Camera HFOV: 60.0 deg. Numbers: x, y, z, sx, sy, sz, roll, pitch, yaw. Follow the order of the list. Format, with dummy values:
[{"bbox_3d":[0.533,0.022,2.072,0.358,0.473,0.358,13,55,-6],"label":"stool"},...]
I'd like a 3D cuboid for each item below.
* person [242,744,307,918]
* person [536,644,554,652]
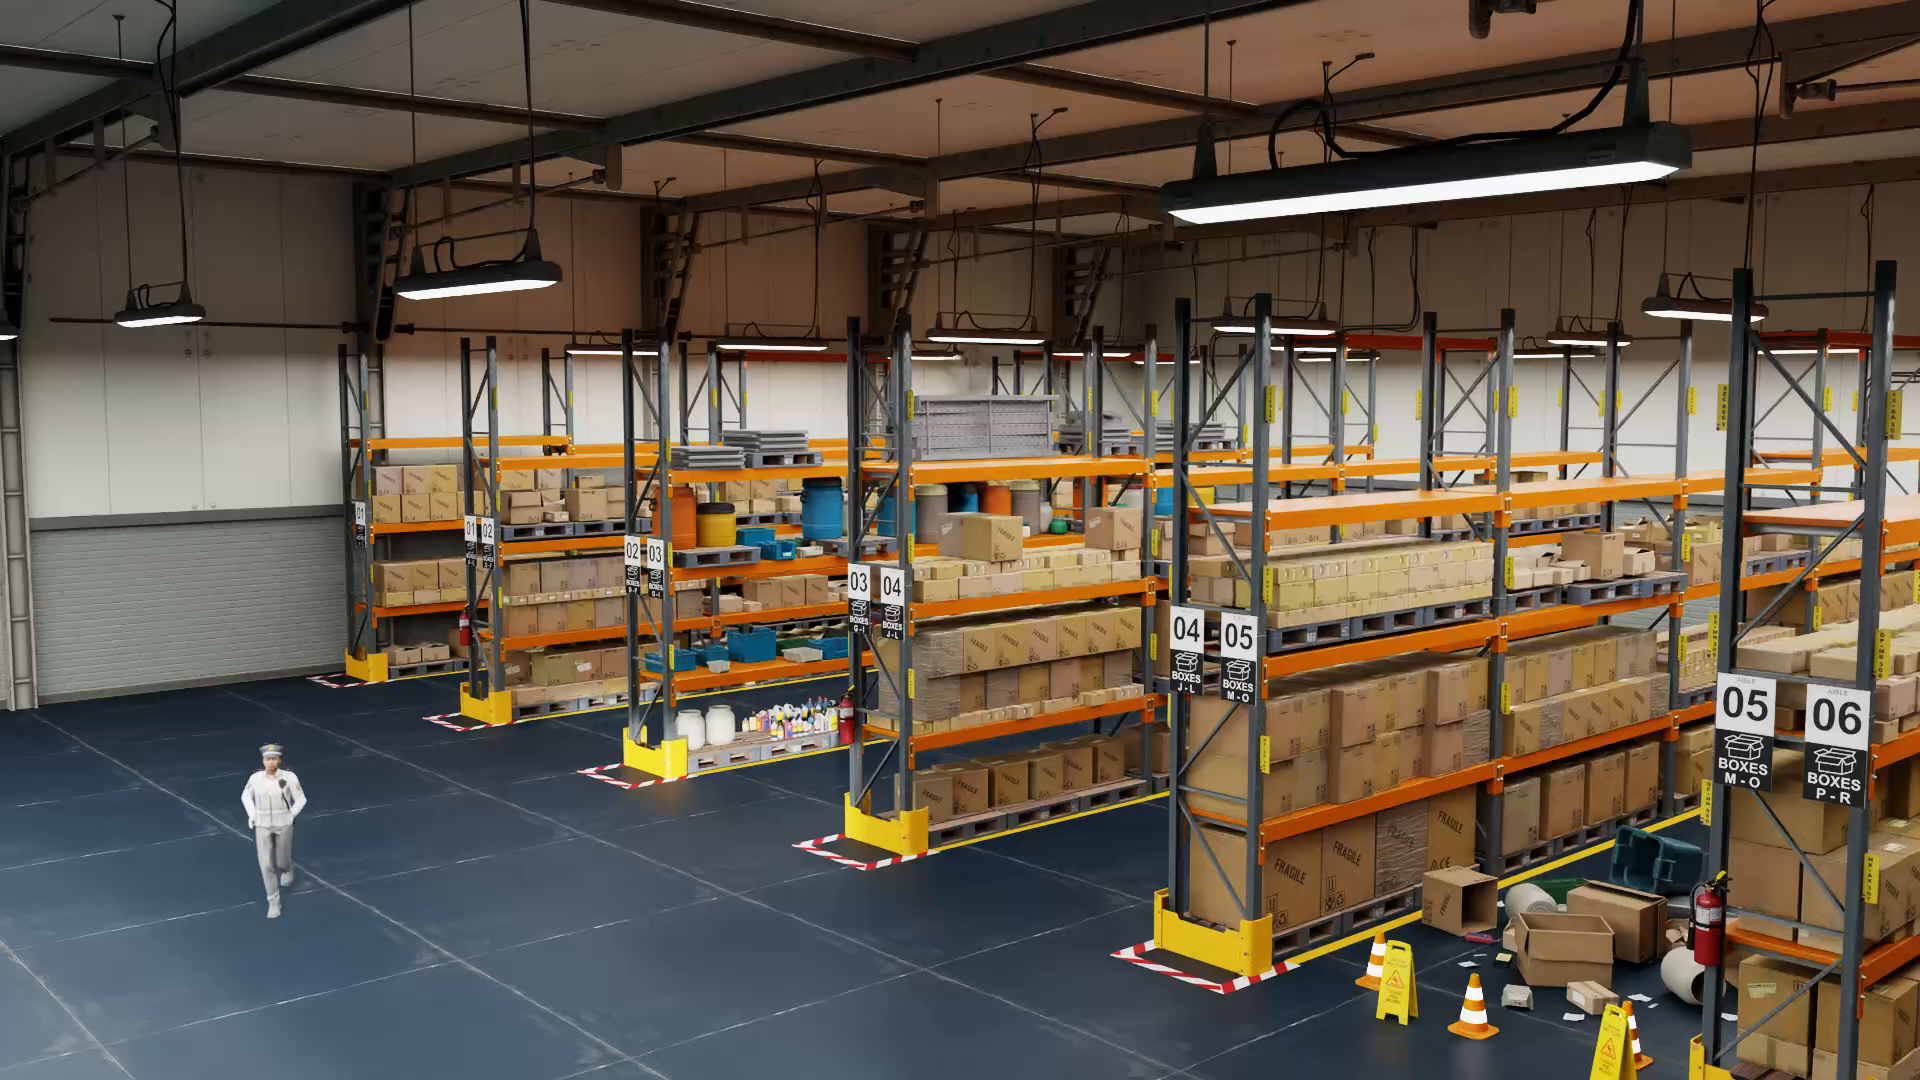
[{"bbox_3d":[-6.861,2.858,16.636,0.618,1.687,0.780,-1,5,-14],"label":"person"},{"bbox_3d":[-7.159,1.755,28.952,0.534,1.590,0.889,5,7,42],"label":"person"}]
